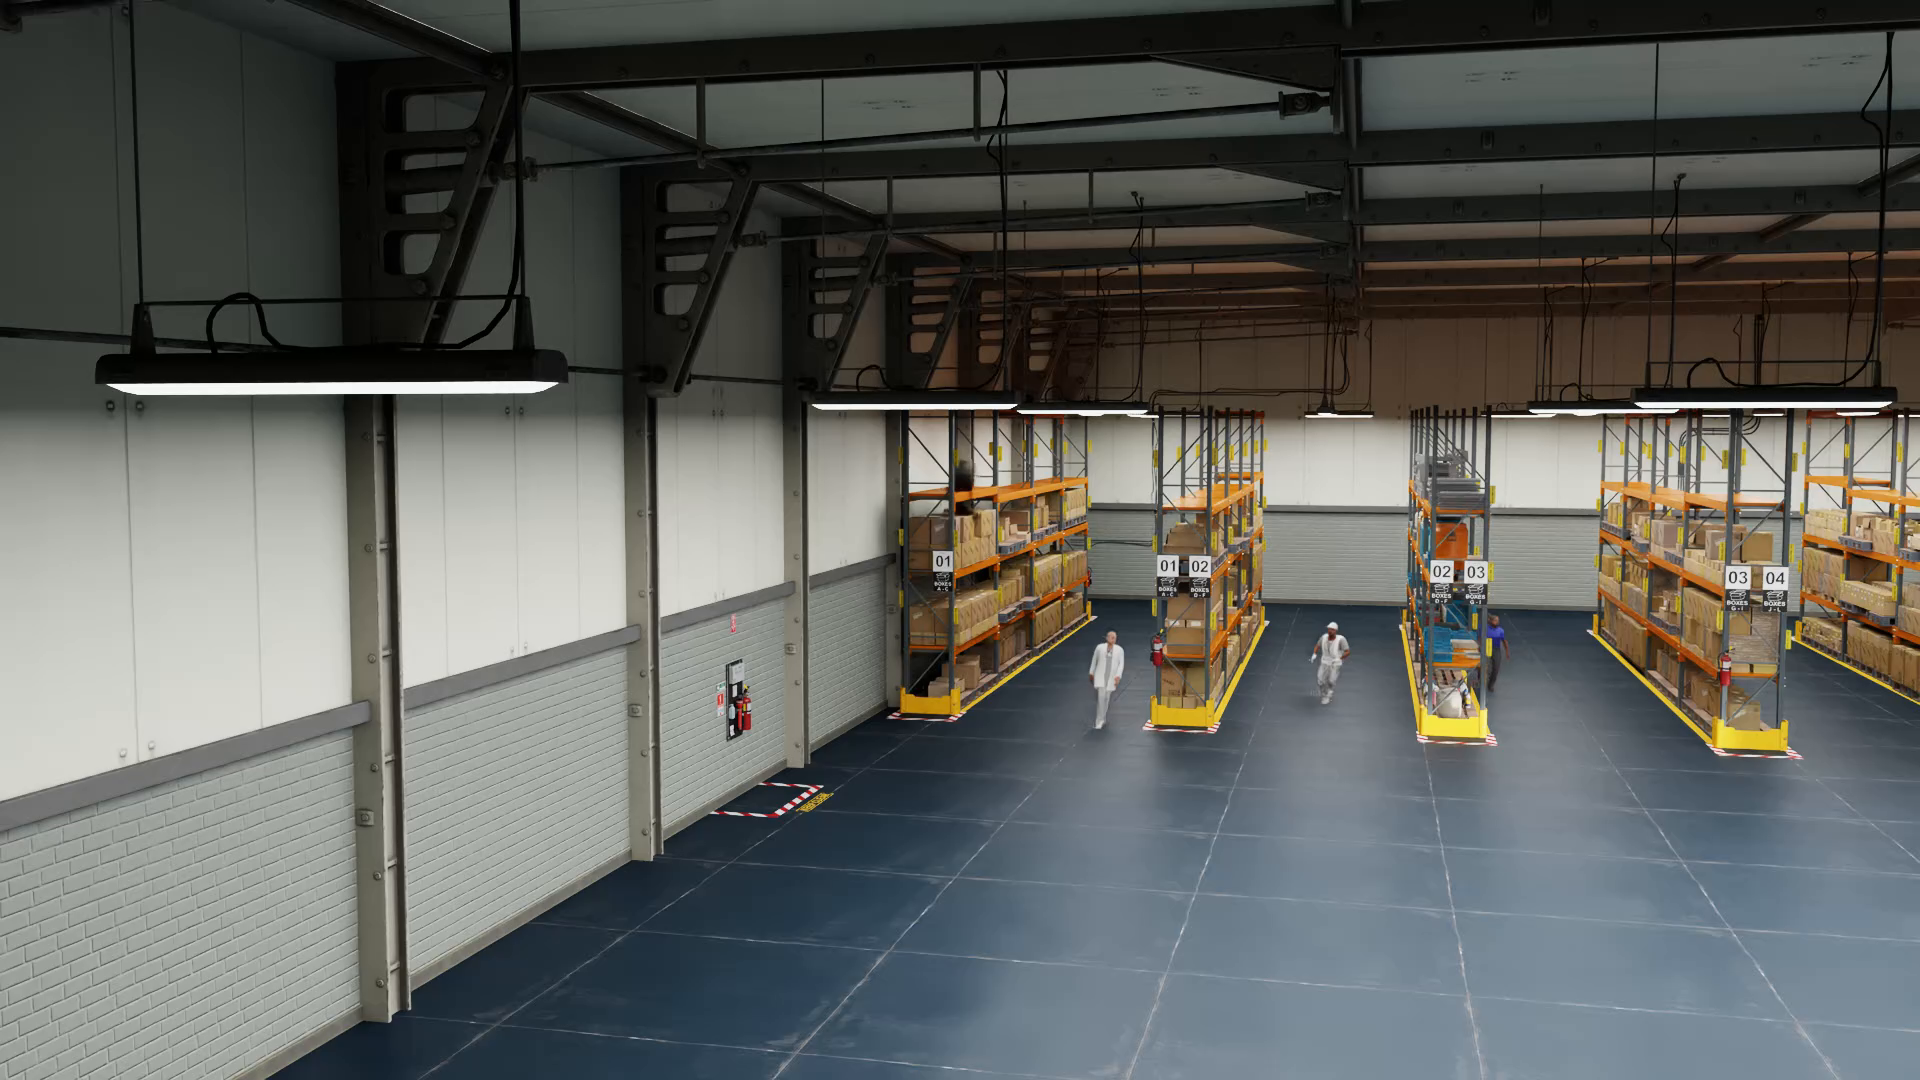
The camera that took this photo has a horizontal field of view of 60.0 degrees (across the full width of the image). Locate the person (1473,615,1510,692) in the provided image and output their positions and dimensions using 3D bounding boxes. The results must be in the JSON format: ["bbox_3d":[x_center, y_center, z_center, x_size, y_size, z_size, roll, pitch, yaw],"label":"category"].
[{"bbox_3d":[11.245,2.396,35.207,0.648,1.626,0.634,0,4,5],"label":"person"}]

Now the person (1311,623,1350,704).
[{"bbox_3d":[7.485,2.493,33.570,0.776,1.683,0.520,2,5,25],"label":"person"}]

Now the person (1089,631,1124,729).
[{"bbox_3d":[2.764,2.612,31.234,0.626,1.804,0.701,0,4,-5],"label":"person"}]
